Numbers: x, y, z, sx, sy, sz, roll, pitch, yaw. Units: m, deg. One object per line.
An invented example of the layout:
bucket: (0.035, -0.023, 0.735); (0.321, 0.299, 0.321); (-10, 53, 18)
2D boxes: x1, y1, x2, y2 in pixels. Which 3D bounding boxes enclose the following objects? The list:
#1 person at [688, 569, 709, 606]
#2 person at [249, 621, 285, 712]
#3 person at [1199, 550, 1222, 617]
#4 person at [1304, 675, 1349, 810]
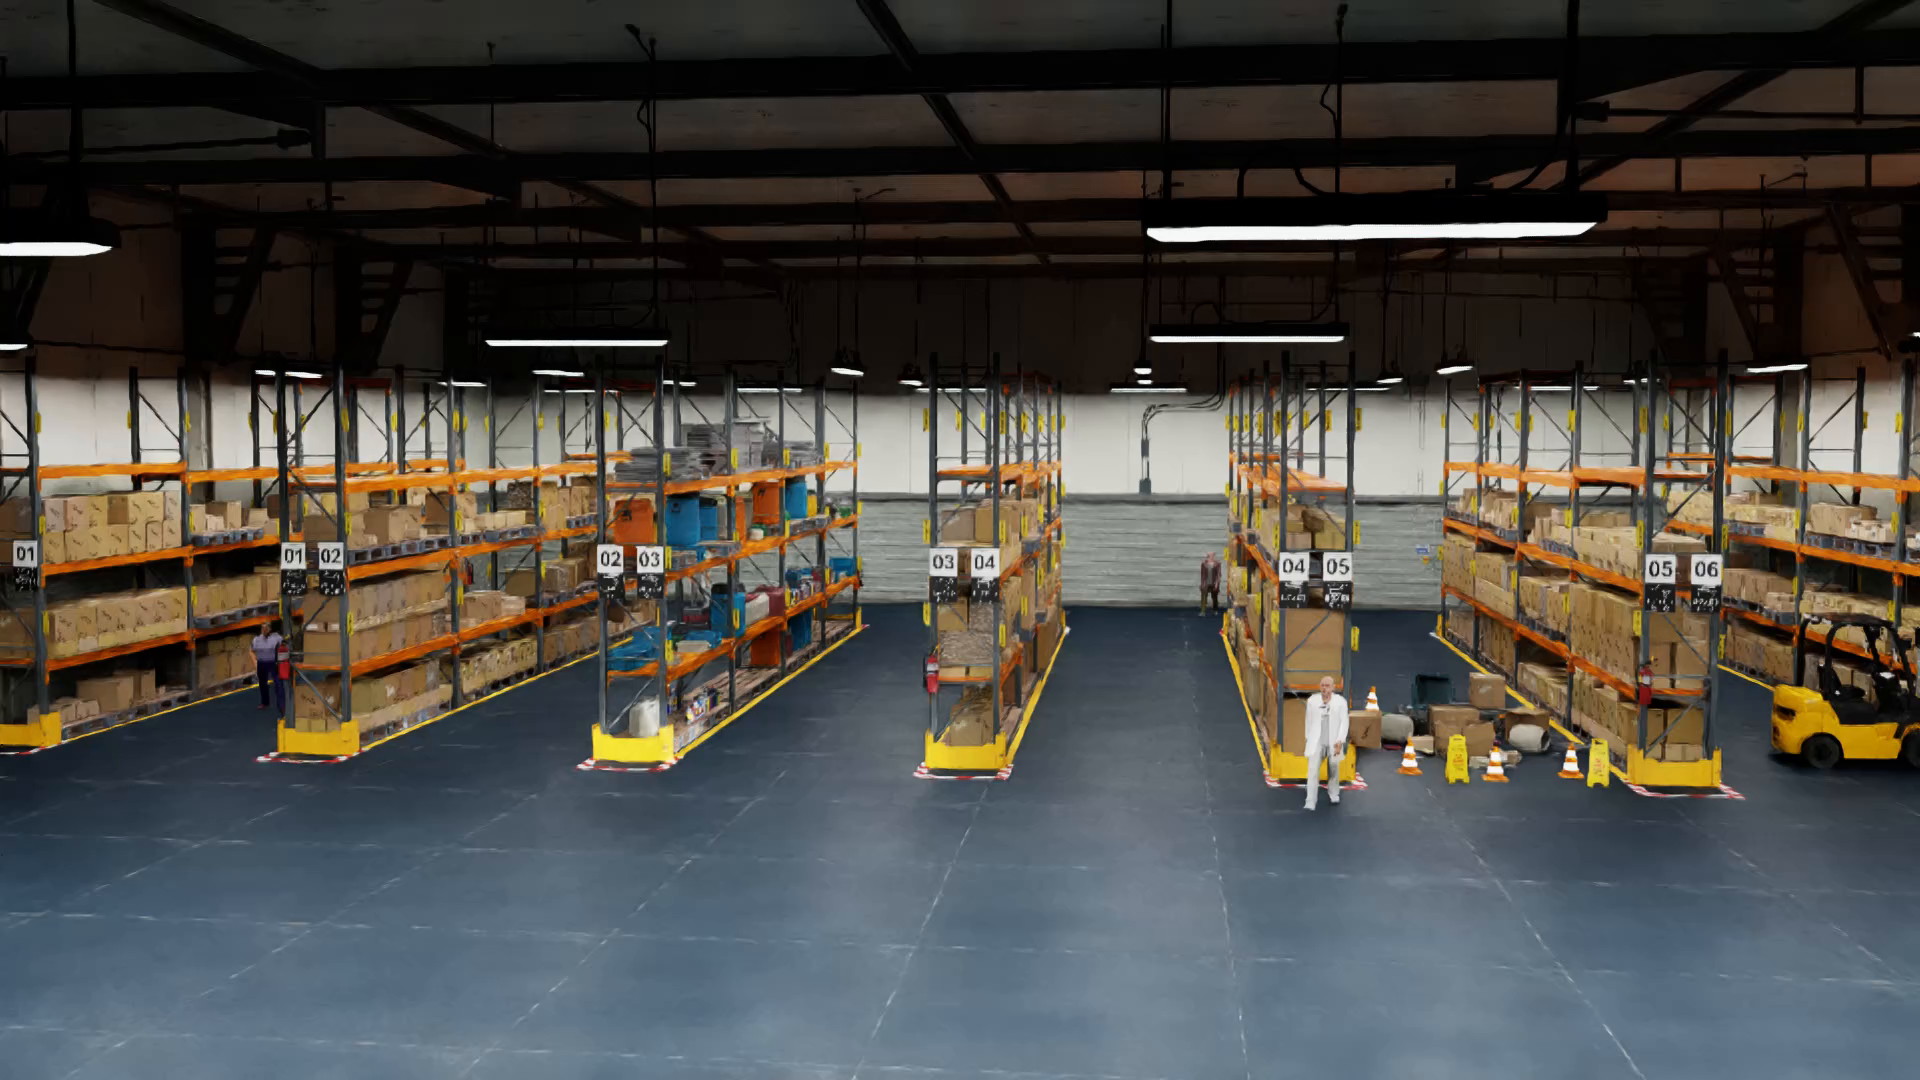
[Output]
person: (-6.755, 1.143, 43.096); (0.609, 1.601, 0.817); (-1, 4, -10)
person: (-11.936, 2.168, 28.807); (0.655, 1.578, 0.824); (-1, 4, -10)
person: (6.448, 1.202, 42.772); (0.575, 1.516, 1.104); (1, 4, 16)
person: (4.747, 2.604, 21.541); (0.575, 1.714, 1.104); (1, 4, 16)
